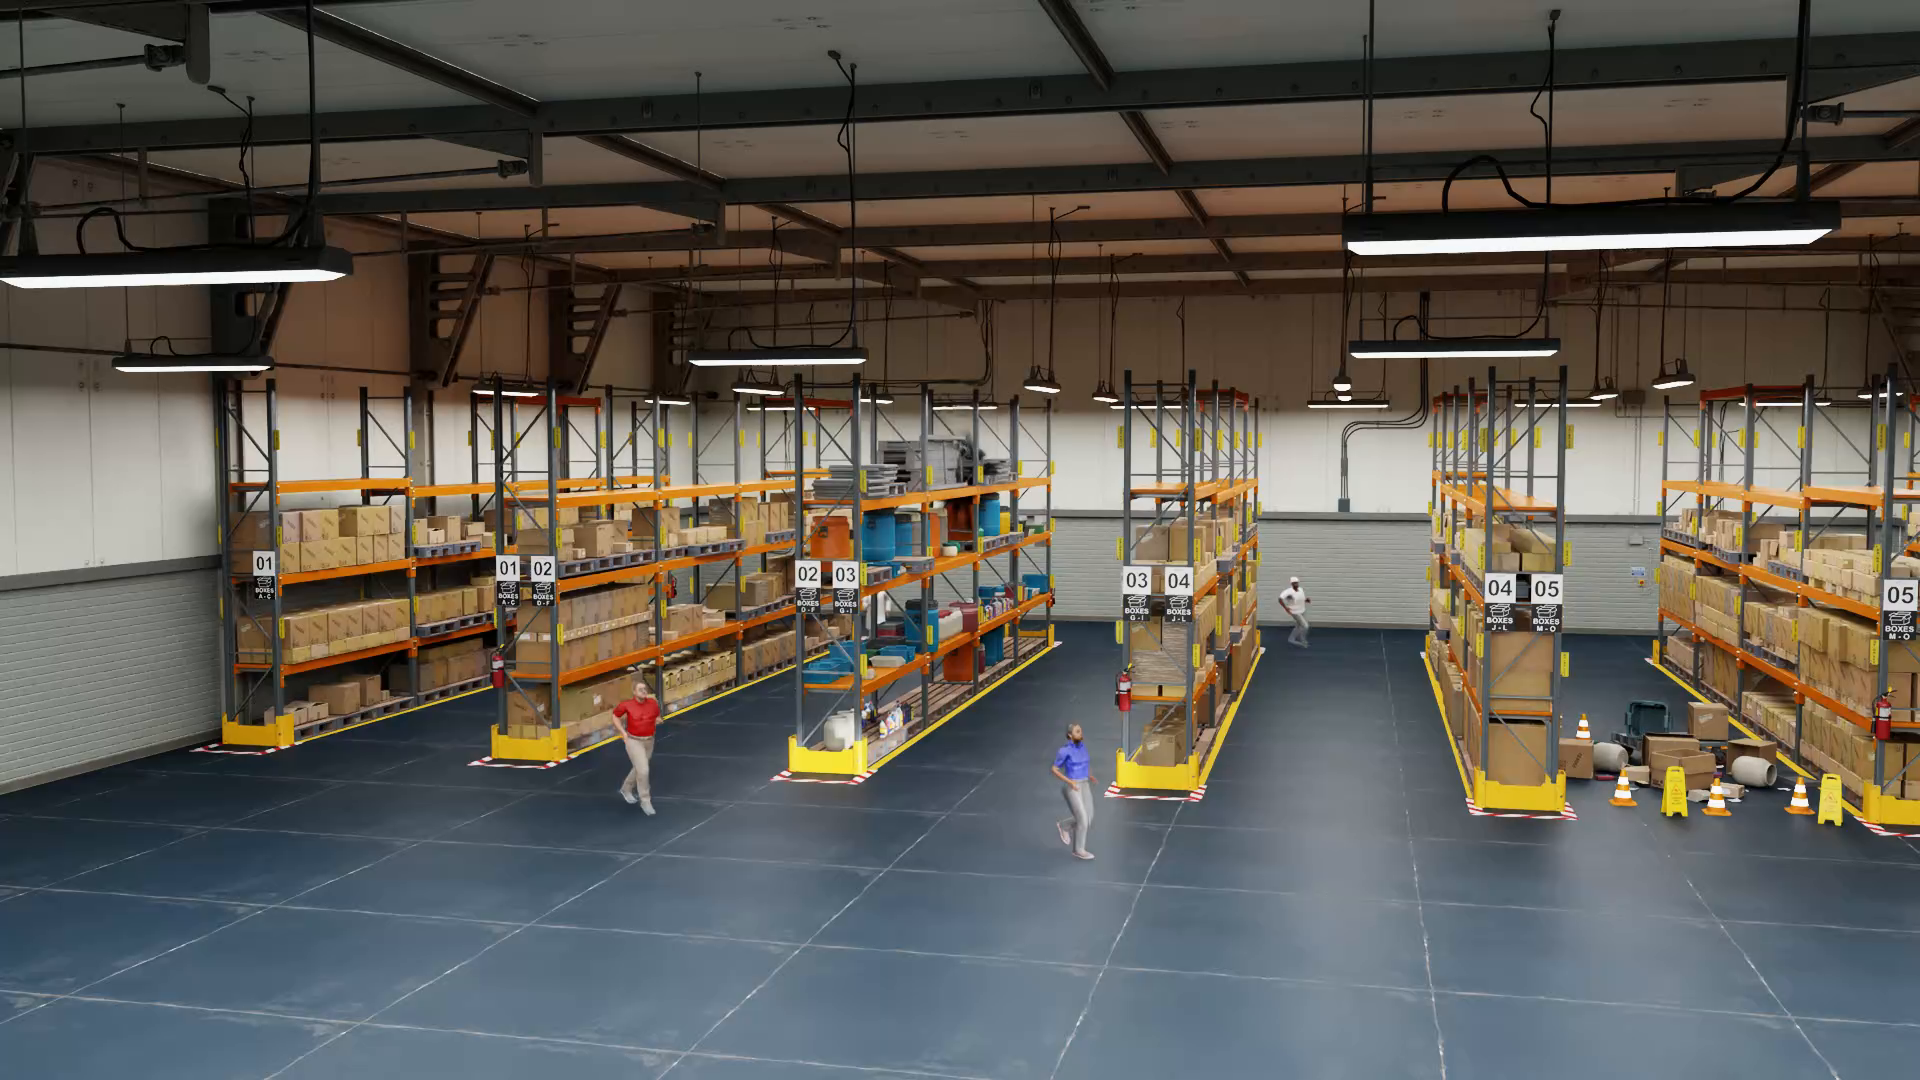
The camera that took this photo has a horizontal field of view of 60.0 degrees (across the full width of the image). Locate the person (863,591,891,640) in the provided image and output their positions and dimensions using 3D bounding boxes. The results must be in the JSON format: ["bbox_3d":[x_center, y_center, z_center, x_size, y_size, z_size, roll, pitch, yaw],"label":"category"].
[{"bbox_3d":[-1.944,1.816,37.976,0.702,1.823,0.968,0,3,1],"label":"person"}]

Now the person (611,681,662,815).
[{"bbox_3d":[-4.334,2.794,22.555,0.871,1.782,0.635,3,5,42],"label":"person"}]

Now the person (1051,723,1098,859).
[{"bbox_3d":[1.363,2.996,19.997,0.578,1.605,0.624,-3,5,-44],"label":"person"}]

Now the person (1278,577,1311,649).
[{"bbox_3d":[8.094,1.769,40.027,0.686,1.787,0.689,3,5,42],"label":"person"}]
